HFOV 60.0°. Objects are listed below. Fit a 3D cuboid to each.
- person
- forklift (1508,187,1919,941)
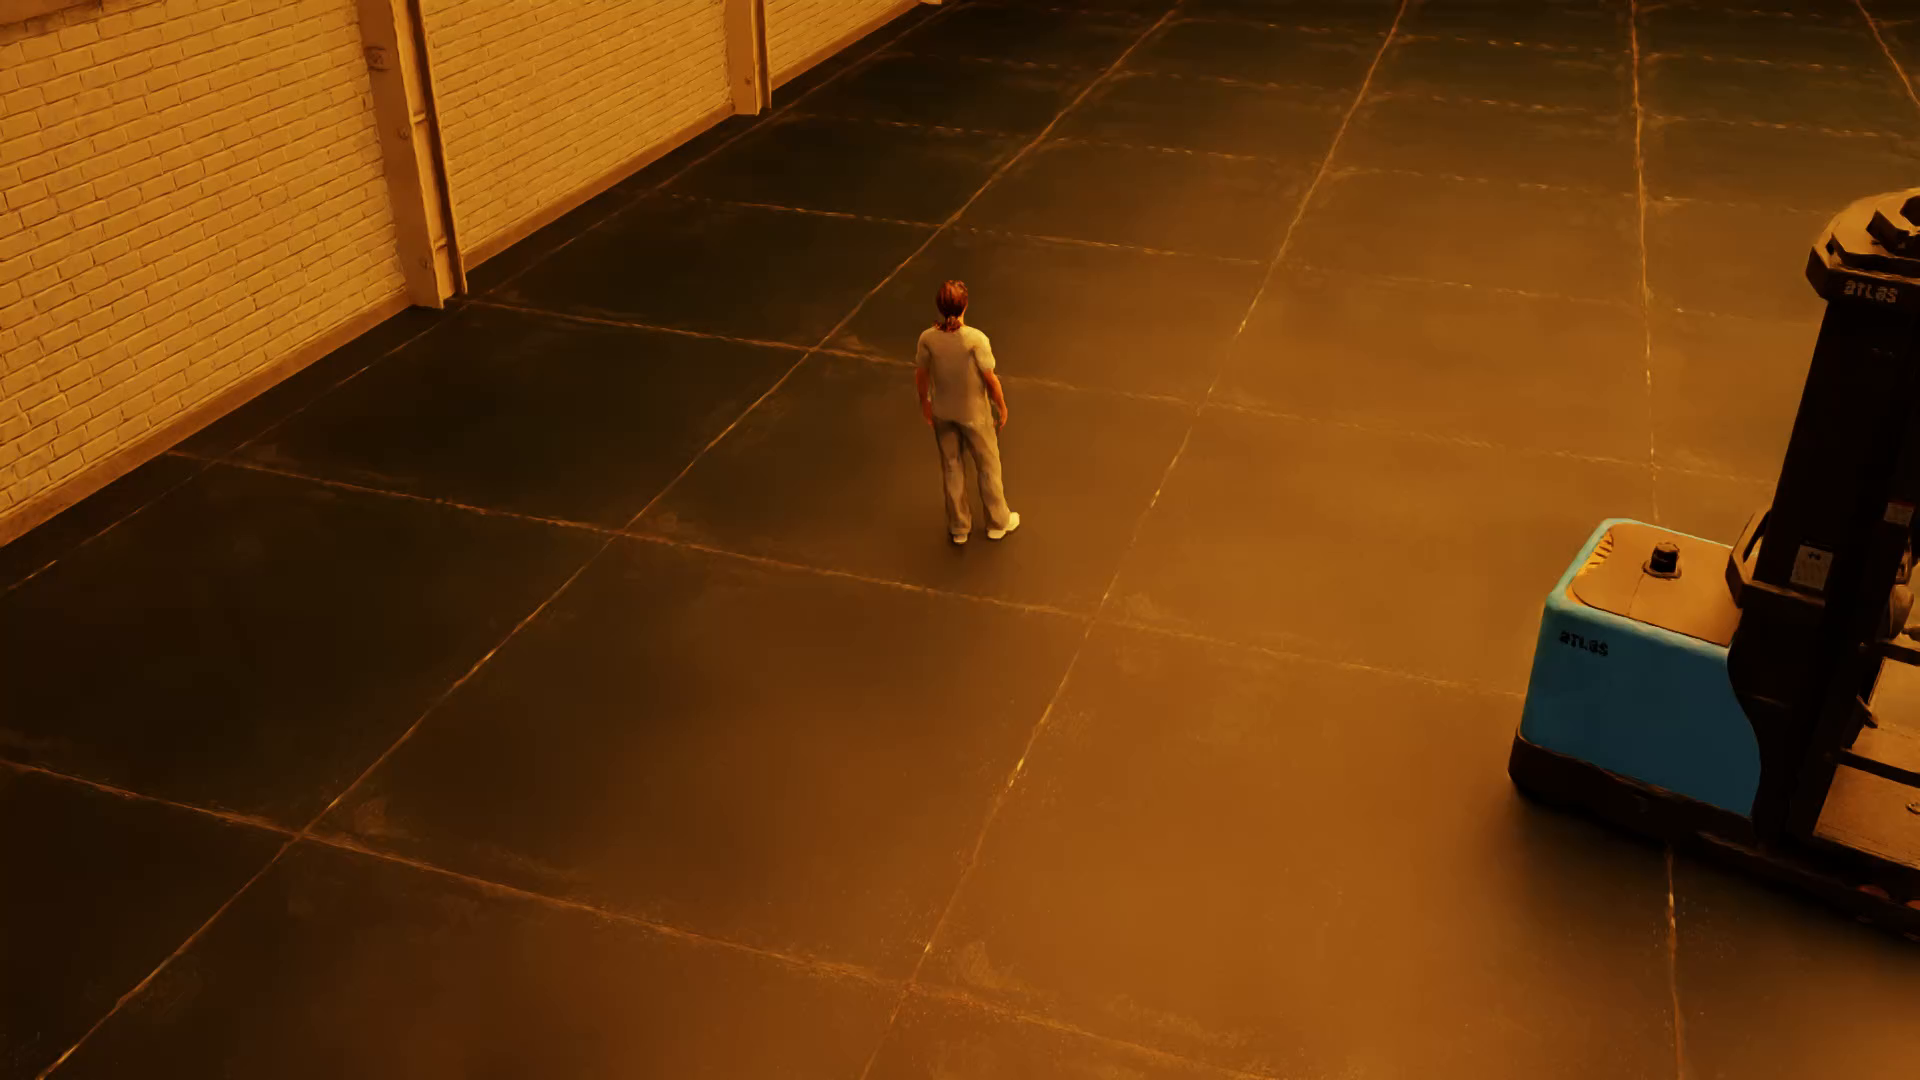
[{"bbox_3d":[0.037,-0.766,9.735,0.550,1.674,0.548,10,31,16],"label":"person"},{"bbox_3d":[4.139,0.136,6.898,3.031,2.935,1.130,19,35,29],"label":"forklift"}]
